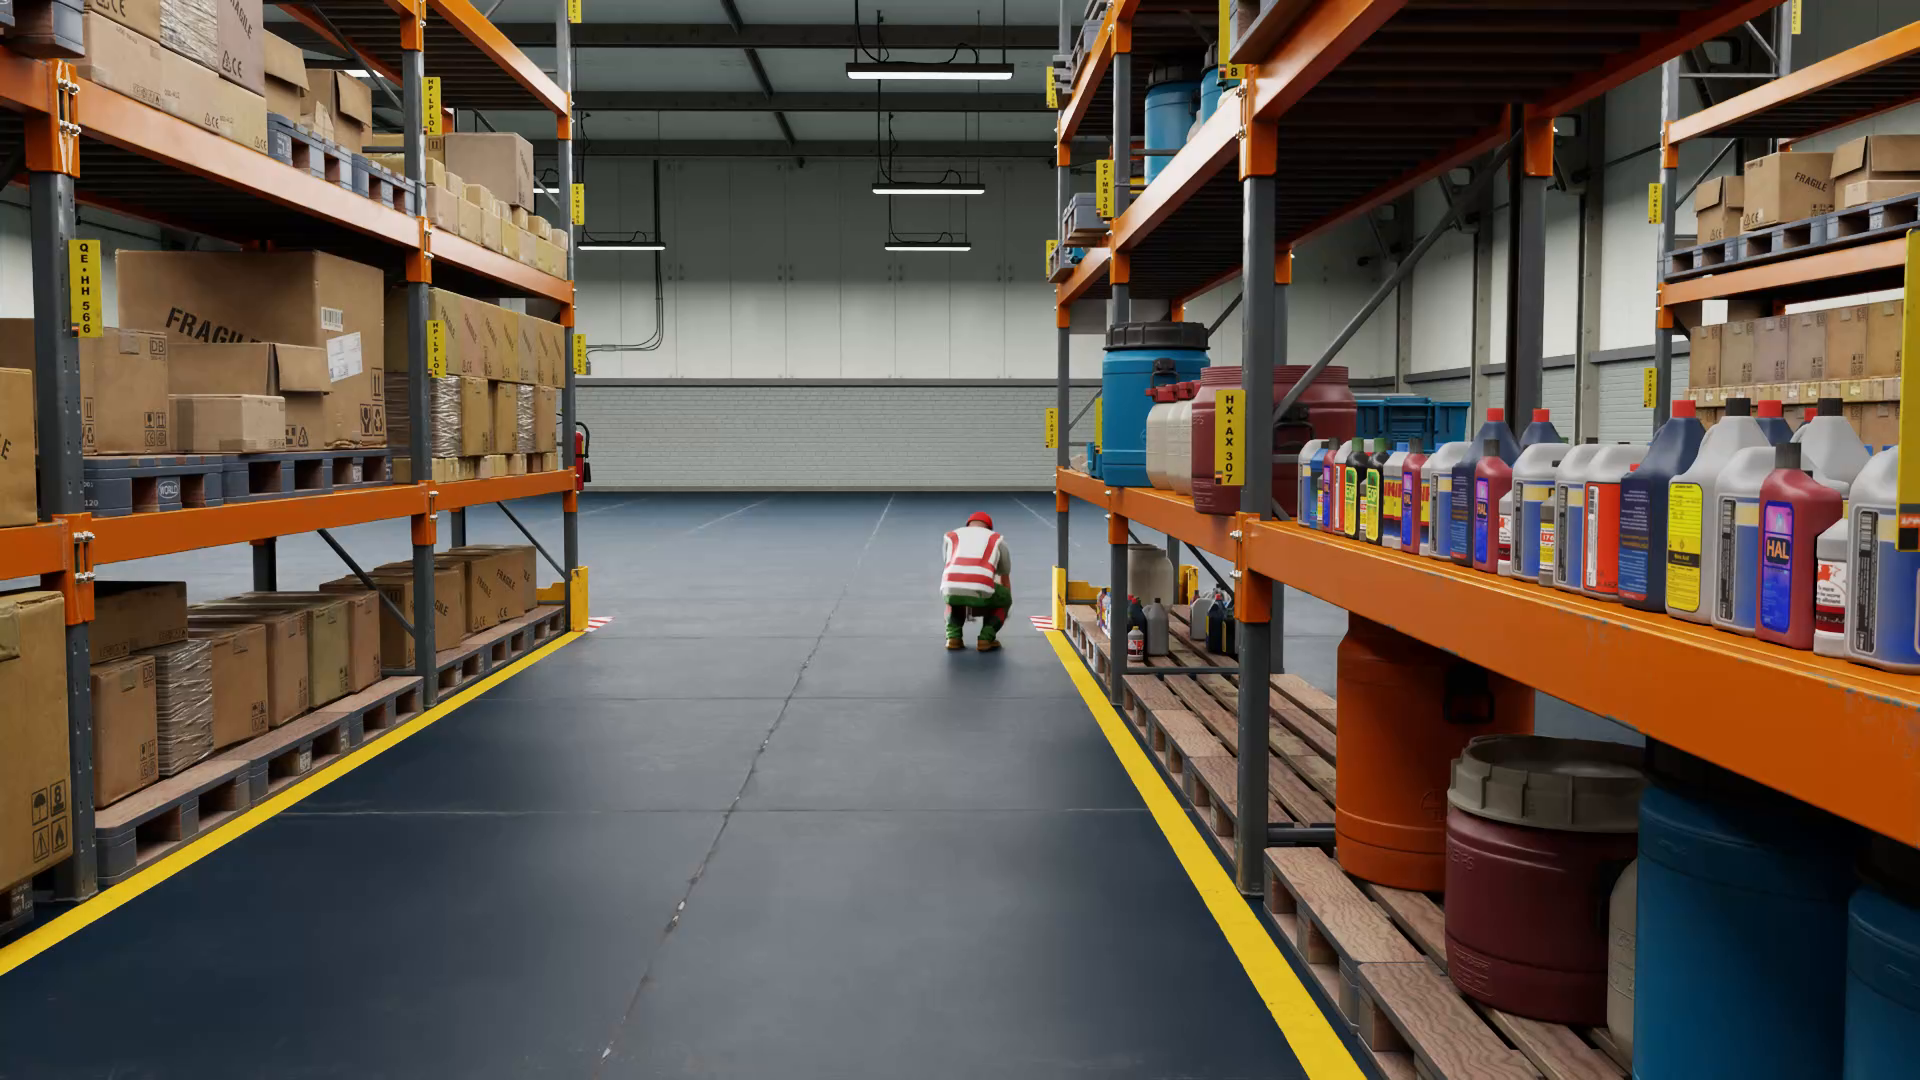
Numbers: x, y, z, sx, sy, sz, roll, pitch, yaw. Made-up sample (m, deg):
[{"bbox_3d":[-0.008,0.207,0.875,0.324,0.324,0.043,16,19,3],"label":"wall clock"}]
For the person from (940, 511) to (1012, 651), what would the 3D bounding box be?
[{"bbox_3d":[0.118,0.299,12.491,0.544,1.008,0.897,1,4,16],"label":"person"}]
